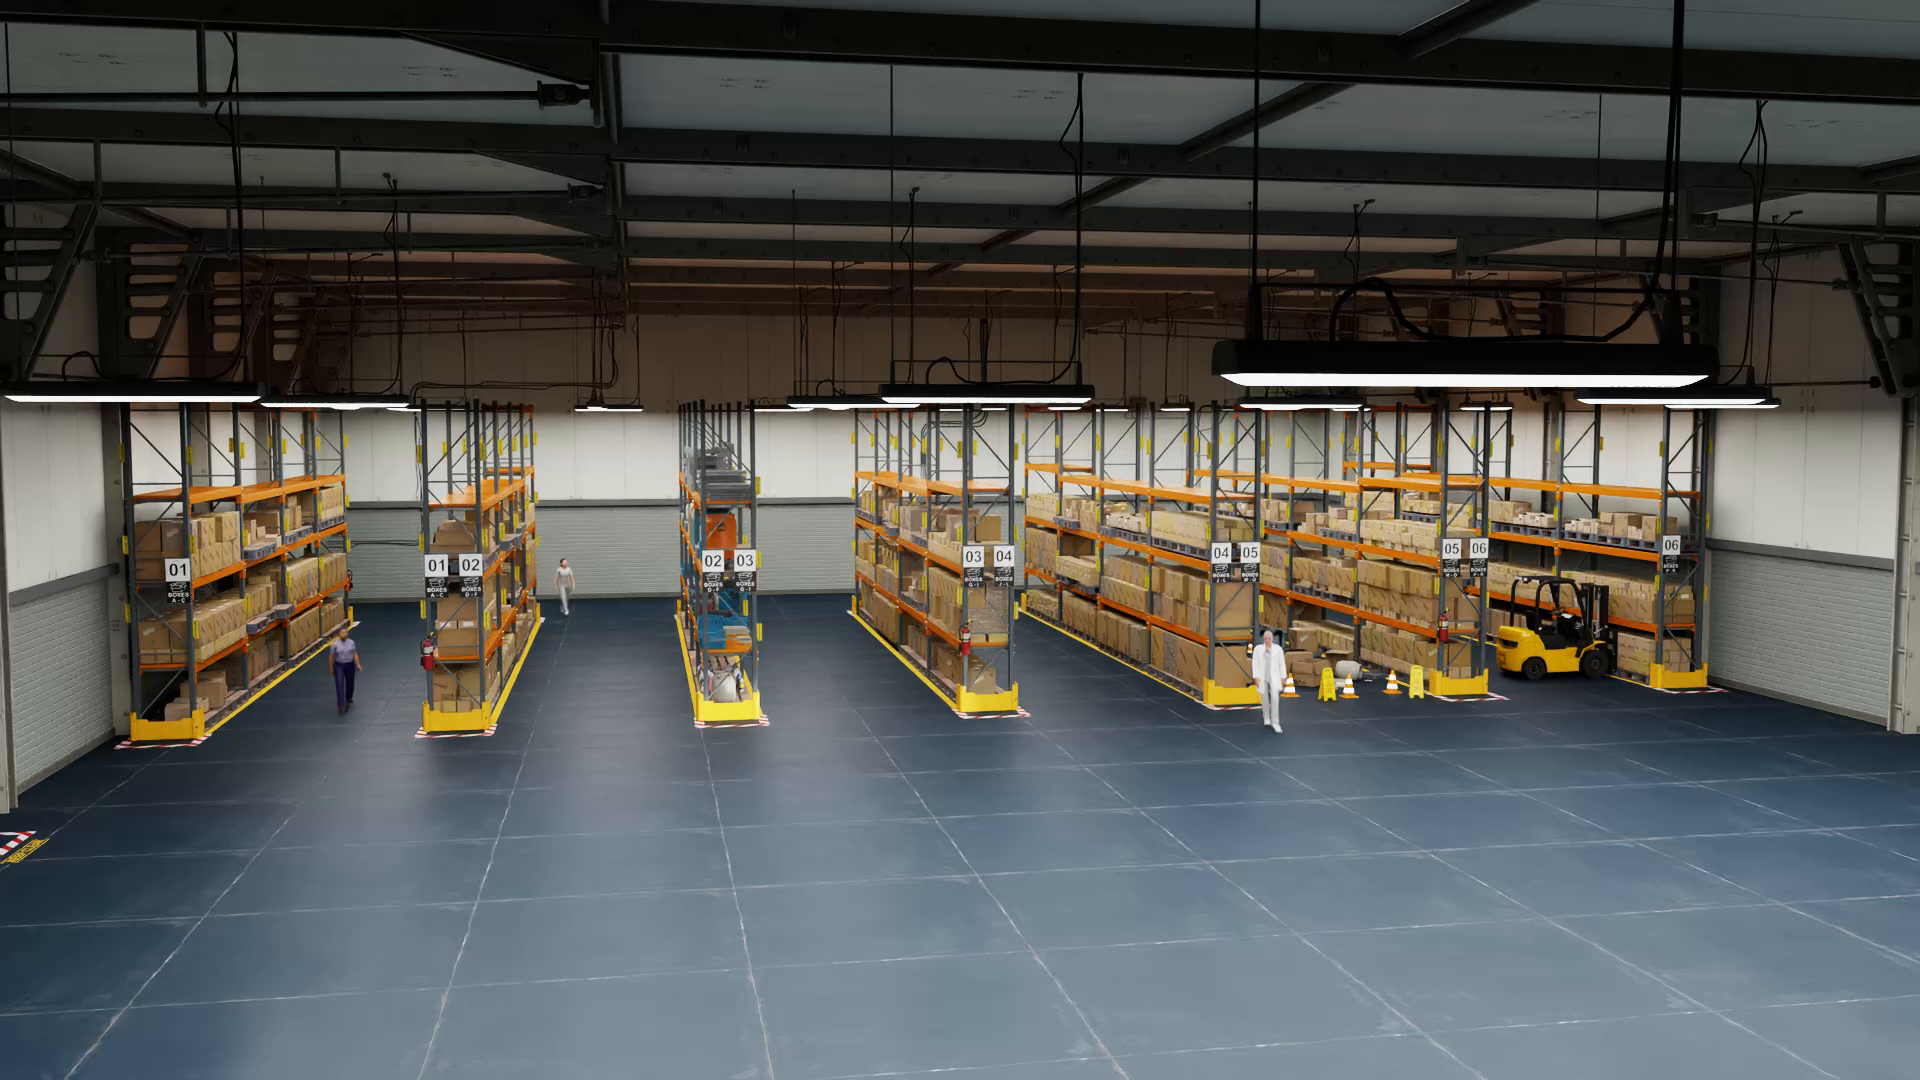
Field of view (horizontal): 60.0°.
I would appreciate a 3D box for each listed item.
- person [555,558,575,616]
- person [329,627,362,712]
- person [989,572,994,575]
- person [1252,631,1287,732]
[{"bbox_3d":[-11.259,1.323,47.404,0.503,1.602,1.069,-2,5,-29],"label":"person"},{"bbox_3d":[-11.916,2.474,32.217,0.581,1.593,1.016,-2,5,-26],"label":"person"},{"bbox_3d":[0.862,0.990,50.950,0.632,1.726,1.047,0,4,6],"label":"person"},{"bbox_3d":[5.628,2.545,30.327,0.619,1.763,0.893,1,5,19],"label":"person"}]
